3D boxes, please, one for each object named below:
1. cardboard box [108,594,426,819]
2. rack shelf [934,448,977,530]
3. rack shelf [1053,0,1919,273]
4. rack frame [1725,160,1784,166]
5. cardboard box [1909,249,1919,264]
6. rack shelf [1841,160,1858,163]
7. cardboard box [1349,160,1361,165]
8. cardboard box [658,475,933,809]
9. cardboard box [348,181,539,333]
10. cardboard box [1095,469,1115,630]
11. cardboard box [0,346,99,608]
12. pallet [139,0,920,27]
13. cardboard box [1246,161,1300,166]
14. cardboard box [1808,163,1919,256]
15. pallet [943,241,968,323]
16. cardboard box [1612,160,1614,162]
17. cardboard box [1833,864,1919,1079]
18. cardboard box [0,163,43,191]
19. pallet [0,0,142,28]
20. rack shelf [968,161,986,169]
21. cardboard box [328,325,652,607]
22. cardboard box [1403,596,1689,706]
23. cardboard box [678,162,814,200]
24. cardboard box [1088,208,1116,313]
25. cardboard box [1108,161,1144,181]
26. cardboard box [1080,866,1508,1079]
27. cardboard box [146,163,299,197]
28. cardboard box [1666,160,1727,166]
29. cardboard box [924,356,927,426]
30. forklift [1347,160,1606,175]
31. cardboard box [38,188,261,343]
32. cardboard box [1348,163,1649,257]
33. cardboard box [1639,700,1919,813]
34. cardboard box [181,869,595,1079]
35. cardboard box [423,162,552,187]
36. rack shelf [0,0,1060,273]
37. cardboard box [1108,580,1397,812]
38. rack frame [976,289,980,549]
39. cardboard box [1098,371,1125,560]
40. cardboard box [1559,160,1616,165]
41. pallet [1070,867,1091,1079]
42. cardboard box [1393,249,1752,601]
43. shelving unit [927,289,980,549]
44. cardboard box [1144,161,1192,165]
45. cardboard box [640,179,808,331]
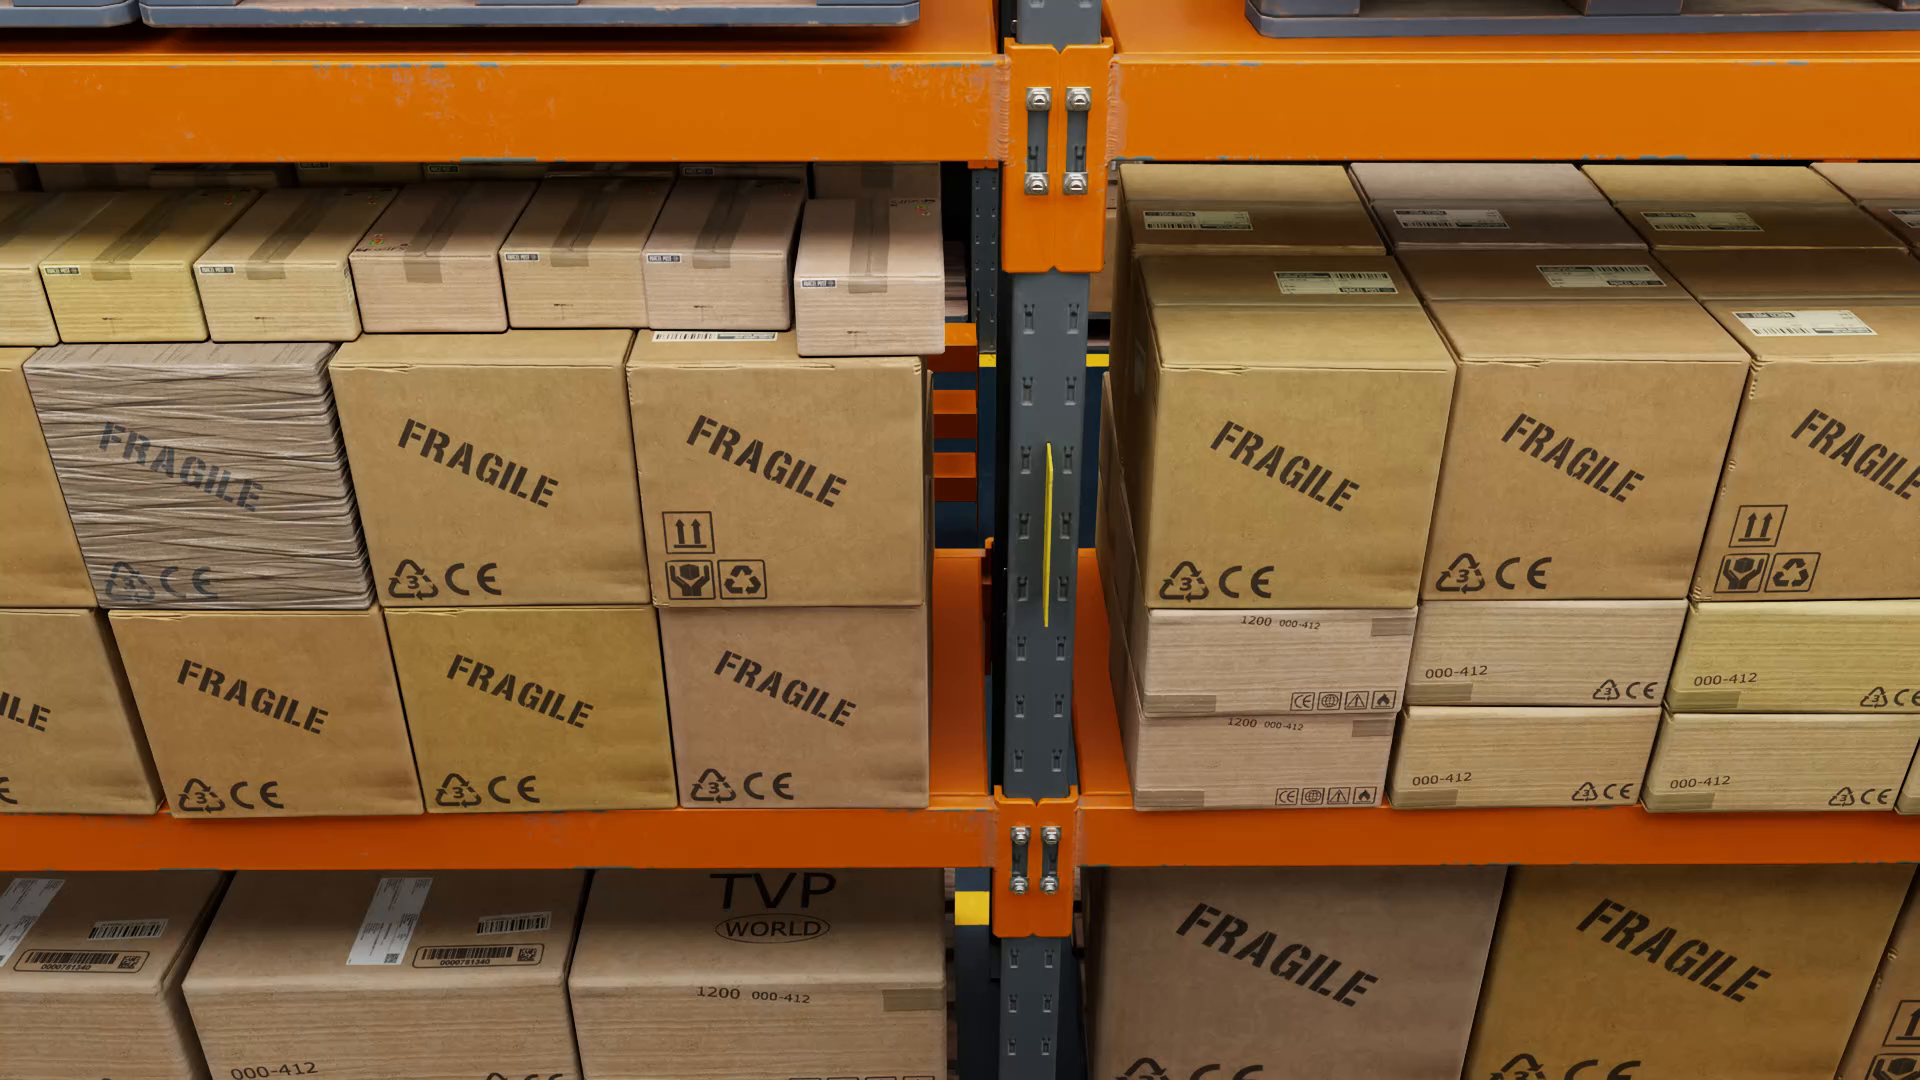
[{"bbox_3d":[-1.329,0.215,3.408,0.500,0.500,0.500,-1,31,-1],"label":"cardboard box"},{"bbox_3d":[-0.054,-0.202,6.627,0.240,0.259,0.215,0,31,0],"label":"rack shelf"},{"bbox_3d":[2.150,-0.871,3.096,4.000,0.370,1.077,0,31,0],"label":"rack shelf"},{"bbox_3d":[4.117,-2.477,7.941,0.127,3.000,1.000,0,31,0],"label":"rack frame"},{"bbox_3d":[2.119,-0.234,3.183,0.500,0.500,0.500,-1,31,-1],"label":"cardboard box"},{"bbox_3d":[6.117,-2.176,8.138,4.000,0.370,1.077,0,31,0],"label":"rack shelf"},{"bbox_3d":[2.052,-1.769,8.153,0.250,0.149,0.380,0,31,0],"label":"cardboard box"},{"bbox_3d":[-0.312,0.201,3.430,0.500,0.500,0.500,0,31,0],"label":"cardboard box"},{"bbox_3d":[-0.922,-0.521,3.032,0.250,0.149,0.380,0,31,-1],"label":"cardboard box"},{"bbox_3d":[0.598,0.042,3.934,0.500,0.250,0.500,-1,31,-1],"label":"cardboard box"},{"bbox_3d":[-1.838,-0.214,3.151,0.500,0.500,0.500,0,31,0],"label":"cardboard box"},{"bbox_3d":[-0.668,-1.137,2.927,1.213,0.211,1.003,0,31,0],"label":"pallet"},{"bbox_3d":[1.534,-1.753,8.127,0.250,0.149,0.380,0,31,0],"label":"cardboard box"},{"bbox_3d":[2.138,-0.498,3.619,0.500,0.500,0.500,0,31,1],"label":"cardboard box"},{"bbox_3d":[-0.570,-1.271,8.641,1.213,0.211,1.003,0,31,0],"label":"pallet"},{"bbox_3d":[3.328,-2.039,8.598,0.250,0.149,0.380,1,31,1],"label":"cardboard box"},{"bbox_3d":[2.567,0.786,4.206,0.875,0.875,0.875,0,31,0],"label":"cardboard box"},{"bbox_3d":[-1.954,-0.754,3.415,0.250,0.149,0.380,1,31,1],"label":"cardboard box"},{"bbox_3d":[-1.885,-1.135,2.923,1.213,0.211,1.003,0,31,0],"label":"pallet"},{"bbox_3d":[-1.883,-2.151,8.097,4.000,0.370,1.077,0,31,0],"label":"rack shelf"},{"bbox_3d":[-0.827,-0.218,3.158,0.500,0.500,0.500,-1,31,-1],"label":"cardboard box"},{"bbox_3d":[1.113,0.089,3.374,0.500,0.250,0.500,0,31,0],"label":"cardboard box"},{"bbox_3d":[-0.423,-0.762,3.429,0.250,0.149,0.380,0,31,0],"label":"cardboard box"},{"bbox_3d":[0.602,-1.460,8.270,0.500,0.500,0.500,1,31,2],"label":"cardboard box"},{"bbox_3d":[0.737,-1.869,8.031,0.250,0.149,0.380,-2,31,-3],"label":"cardboard box"},{"bbox_3d":[0.770,0.795,4.191,0.875,0.875,0.875,1,31,1],"label":"cardboard box"},{"bbox_3d":[-1.444,-0.741,3.394,0.250,0.149,0.380,0,31,0],"label":"cardboard box"},{"bbox_3d":[3.624,-1.732,8.093,0.250,0.149,0.380,-2,31,-3],"label":"cardboard box"},{"bbox_3d":[-0.327,-0.484,3.596,0.500,0.500,0.500,0,31,0],"label":"cardboard box"},{"bbox_3d":[2.269,-1.291,6.052,3.031,2.935,1.130,-2,31,-4],"label":"forklift"},{"bbox_3d":[-1.434,-0.500,2.997,0.250,0.149,0.380,-1,31,-1],"label":"cardboard box"},{"bbox_3d":[1.113,-0.497,3.618,0.500,0.500,0.500,0,31,1],"label":"cardboard box"},{"bbox_3d":[1.622,0.314,3.485,0.500,0.250,0.500,0,31,-1],"label":"cardboard box"},{"bbox_3d":[-1.373,0.975,4.316,0.875,0.438,0.875,-1,31,-2],"label":"cardboard box"},{"bbox_3d":[-0.927,-0.770,3.442,0.250,0.149,0.380,0,31,-1],"label":"cardboard box"},{"bbox_3d":[-1.849,-0.859,3.075,4.000,0.370,1.077,0,31,0],"label":"rack shelf"},{"bbox_3d":[0.592,0.310,3.493,0.500,0.250,0.500,-1,31,-1],"label":"cardboard box"},{"bbox_3d":[0.069,-0.449,6.478,0.008,1.050,0.200,0,31,0],"label":"rack frame"},{"bbox_3d":[0.590,-0.167,3.796,0.500,0.250,0.500,0,31,0],"label":"cardboard box"},{"bbox_3d":[3.088,-1.738,8.102,0.250,0.149,0.380,-1,31,-2],"label":"cardboard box"},{"bbox_3d":[0.922,1.261,4.469,1.213,0.211,1.003,0,31,0],"label":"pallet"},{"bbox_3d":[1.101,-0.228,3.175,0.500,0.500,0.500,0,31,-1],"label":"cardboard box"},{"bbox_3d":[-0.054,-0.449,6.477,0.252,1.050,0.215,0,31,0],"label":"shelving unit"},{"bbox_3d":[1.010,-1.764,8.145,0.250,0.149,0.380,-2,31,-3],"label":"cardboard box"},{"bbox_3d":[-0.420,-0.527,3.041,0.250,0.149,0.380,1,31,1],"label":"cardboard box"}]
